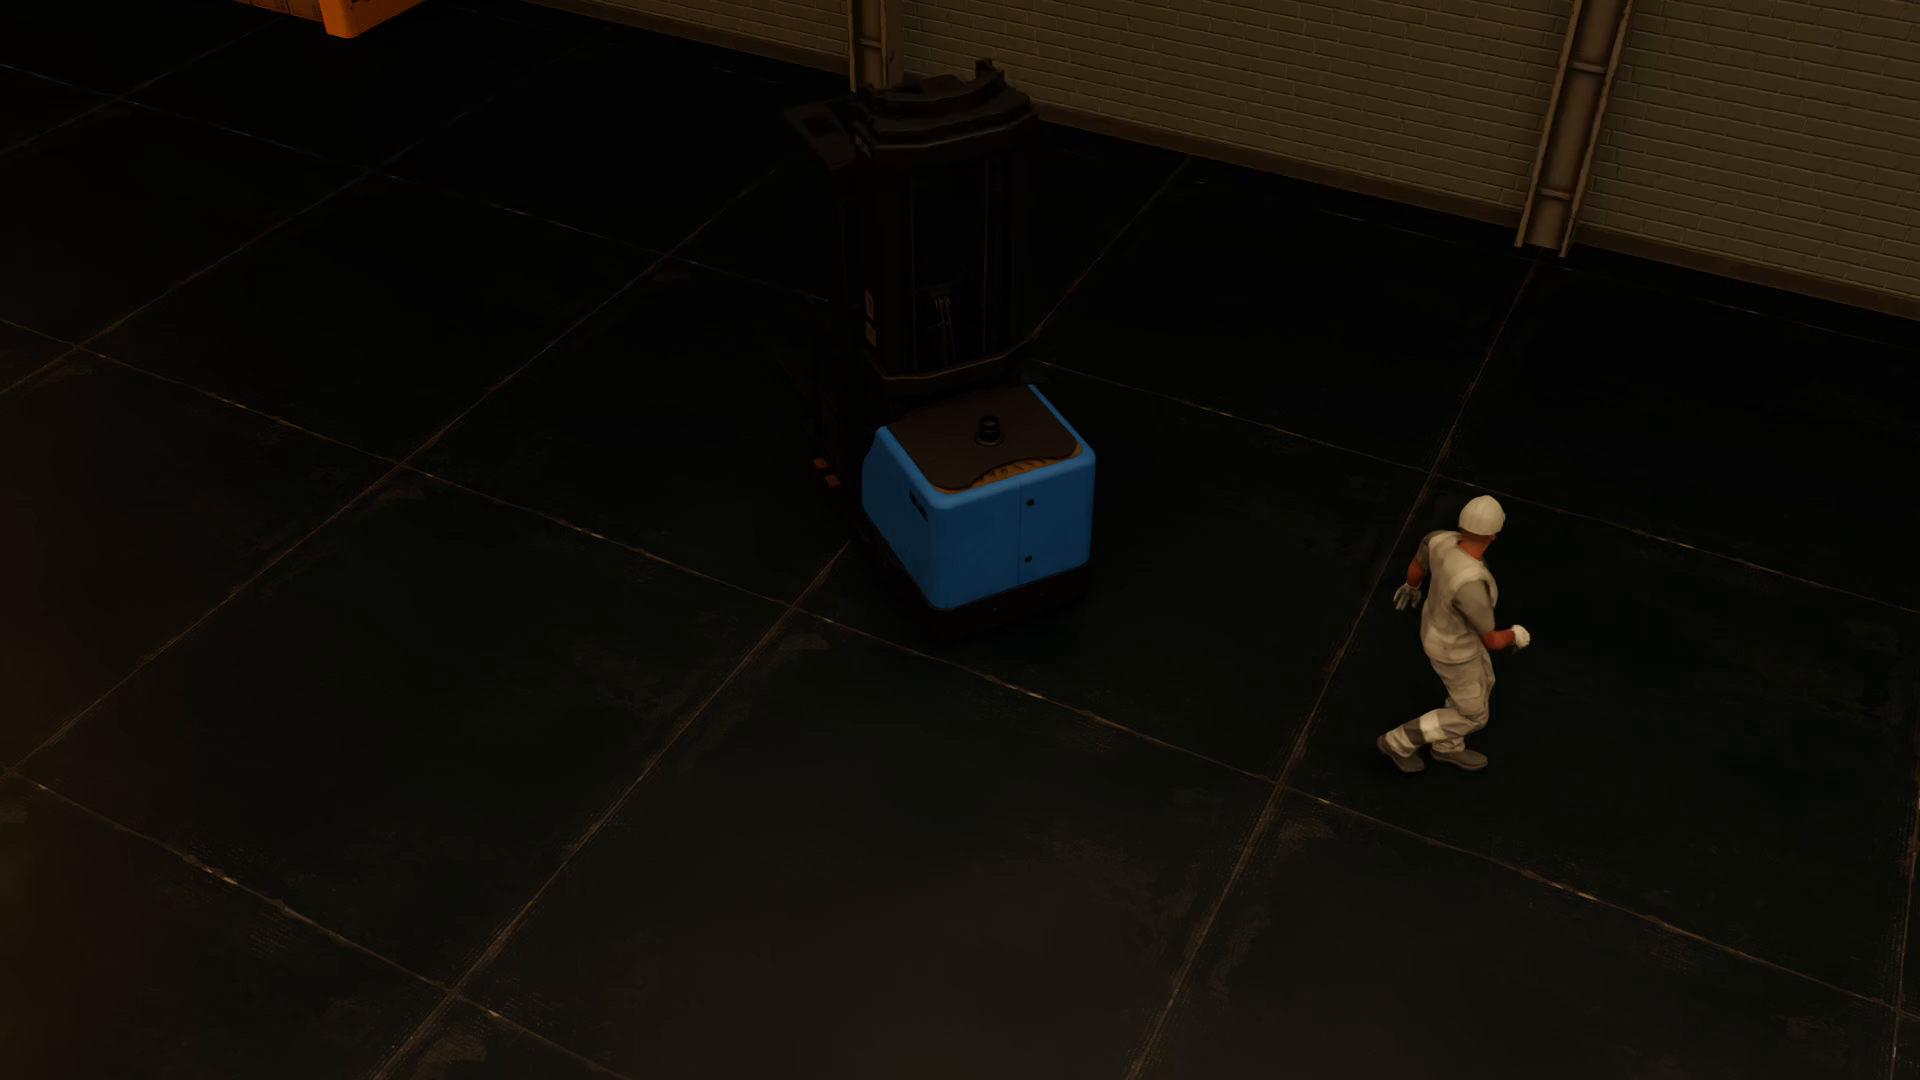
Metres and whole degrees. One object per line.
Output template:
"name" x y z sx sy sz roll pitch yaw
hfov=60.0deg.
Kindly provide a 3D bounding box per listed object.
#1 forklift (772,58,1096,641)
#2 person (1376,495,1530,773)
"forklift" -0.330 -1.489 9.754 1.130 2.935 3.031 -18 43 -20
"person" 2.516 0.476 8.363 0.633 1.724 0.697 6 40 7
